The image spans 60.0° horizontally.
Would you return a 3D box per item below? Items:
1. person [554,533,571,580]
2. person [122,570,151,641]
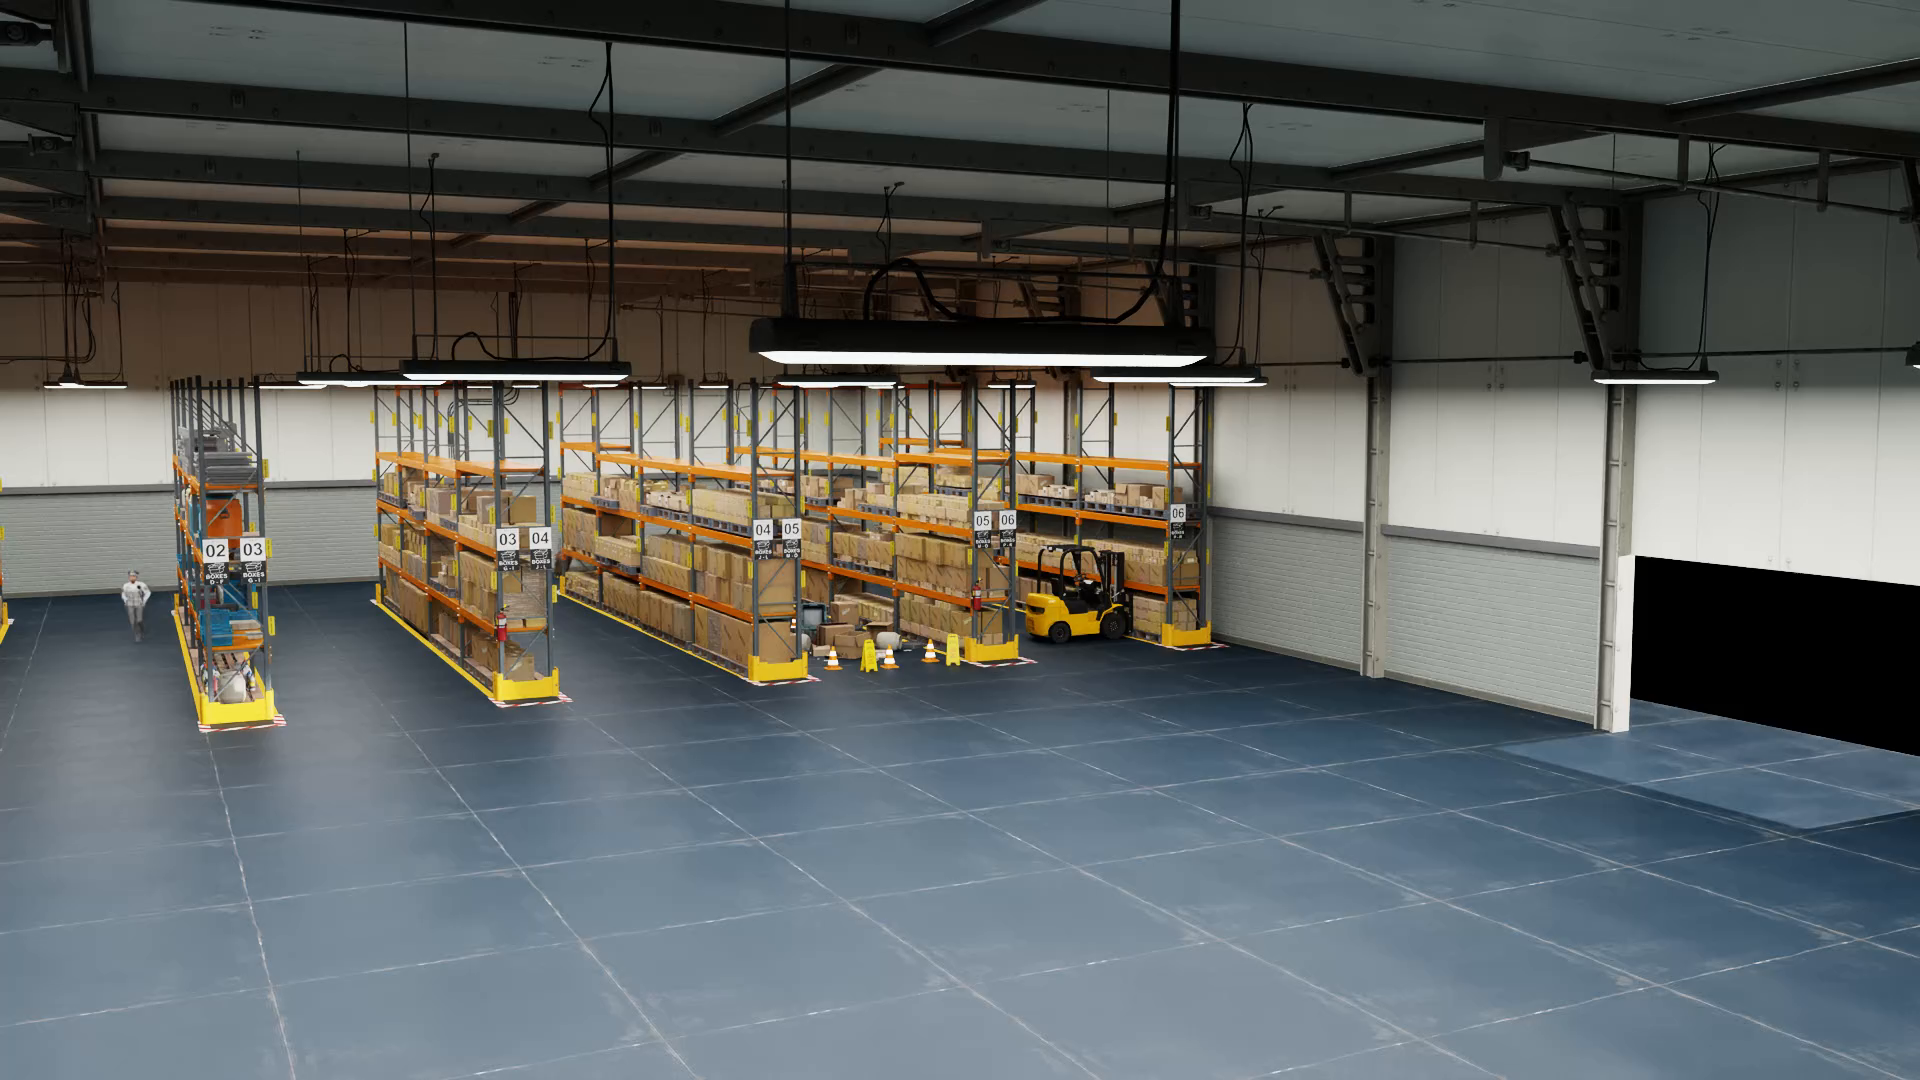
[{"bbox_3d":[-11.486,0.569,48.279,0.709,1.705,0.612,4,6,36],"label":"person"},{"bbox_3d":[-18.849,1.510,38.002,0.588,1.653,0.555,-1,5,-15],"label":"person"}]
